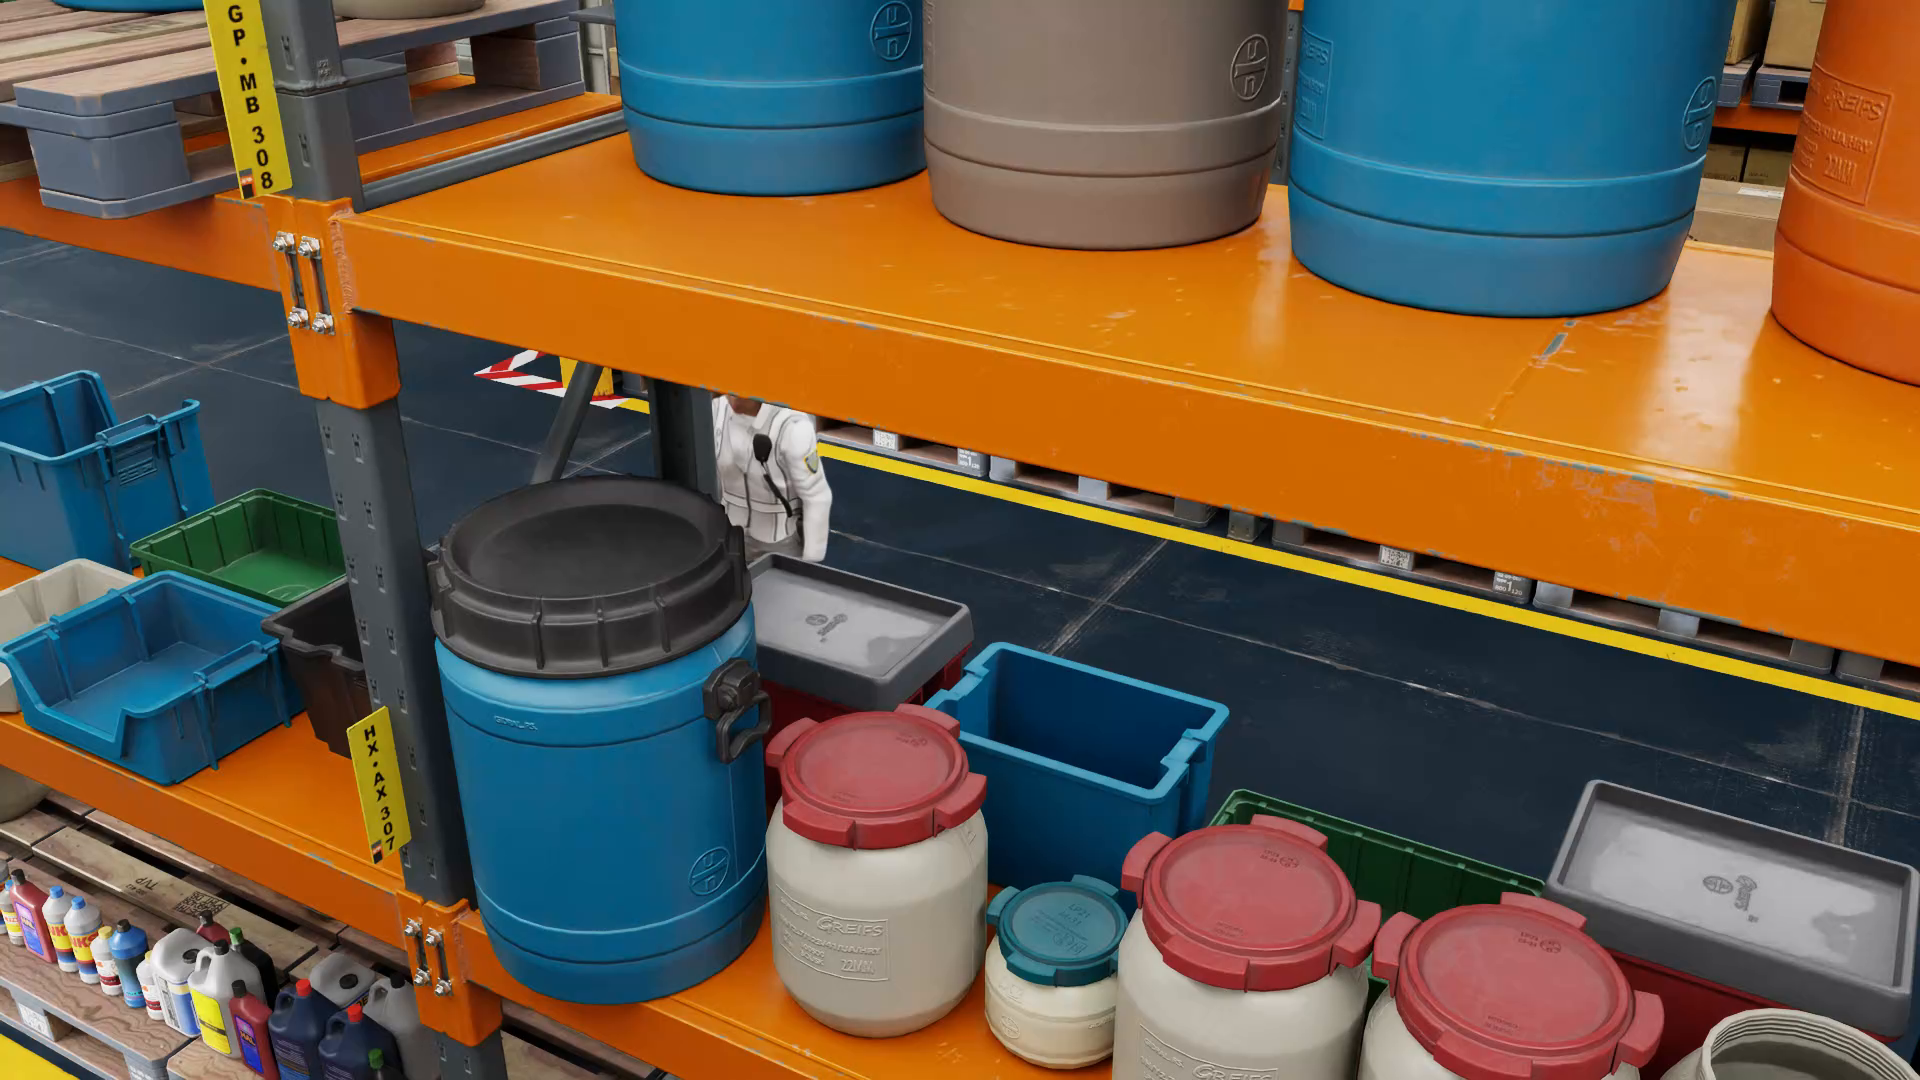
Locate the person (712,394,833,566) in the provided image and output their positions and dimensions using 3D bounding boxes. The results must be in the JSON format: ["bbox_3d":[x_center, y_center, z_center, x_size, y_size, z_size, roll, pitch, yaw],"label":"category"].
[{"bbox_3d":[-0.725,0.039,6.035,0.523,1.663,0.413,13,30,24],"label":"person"}]
